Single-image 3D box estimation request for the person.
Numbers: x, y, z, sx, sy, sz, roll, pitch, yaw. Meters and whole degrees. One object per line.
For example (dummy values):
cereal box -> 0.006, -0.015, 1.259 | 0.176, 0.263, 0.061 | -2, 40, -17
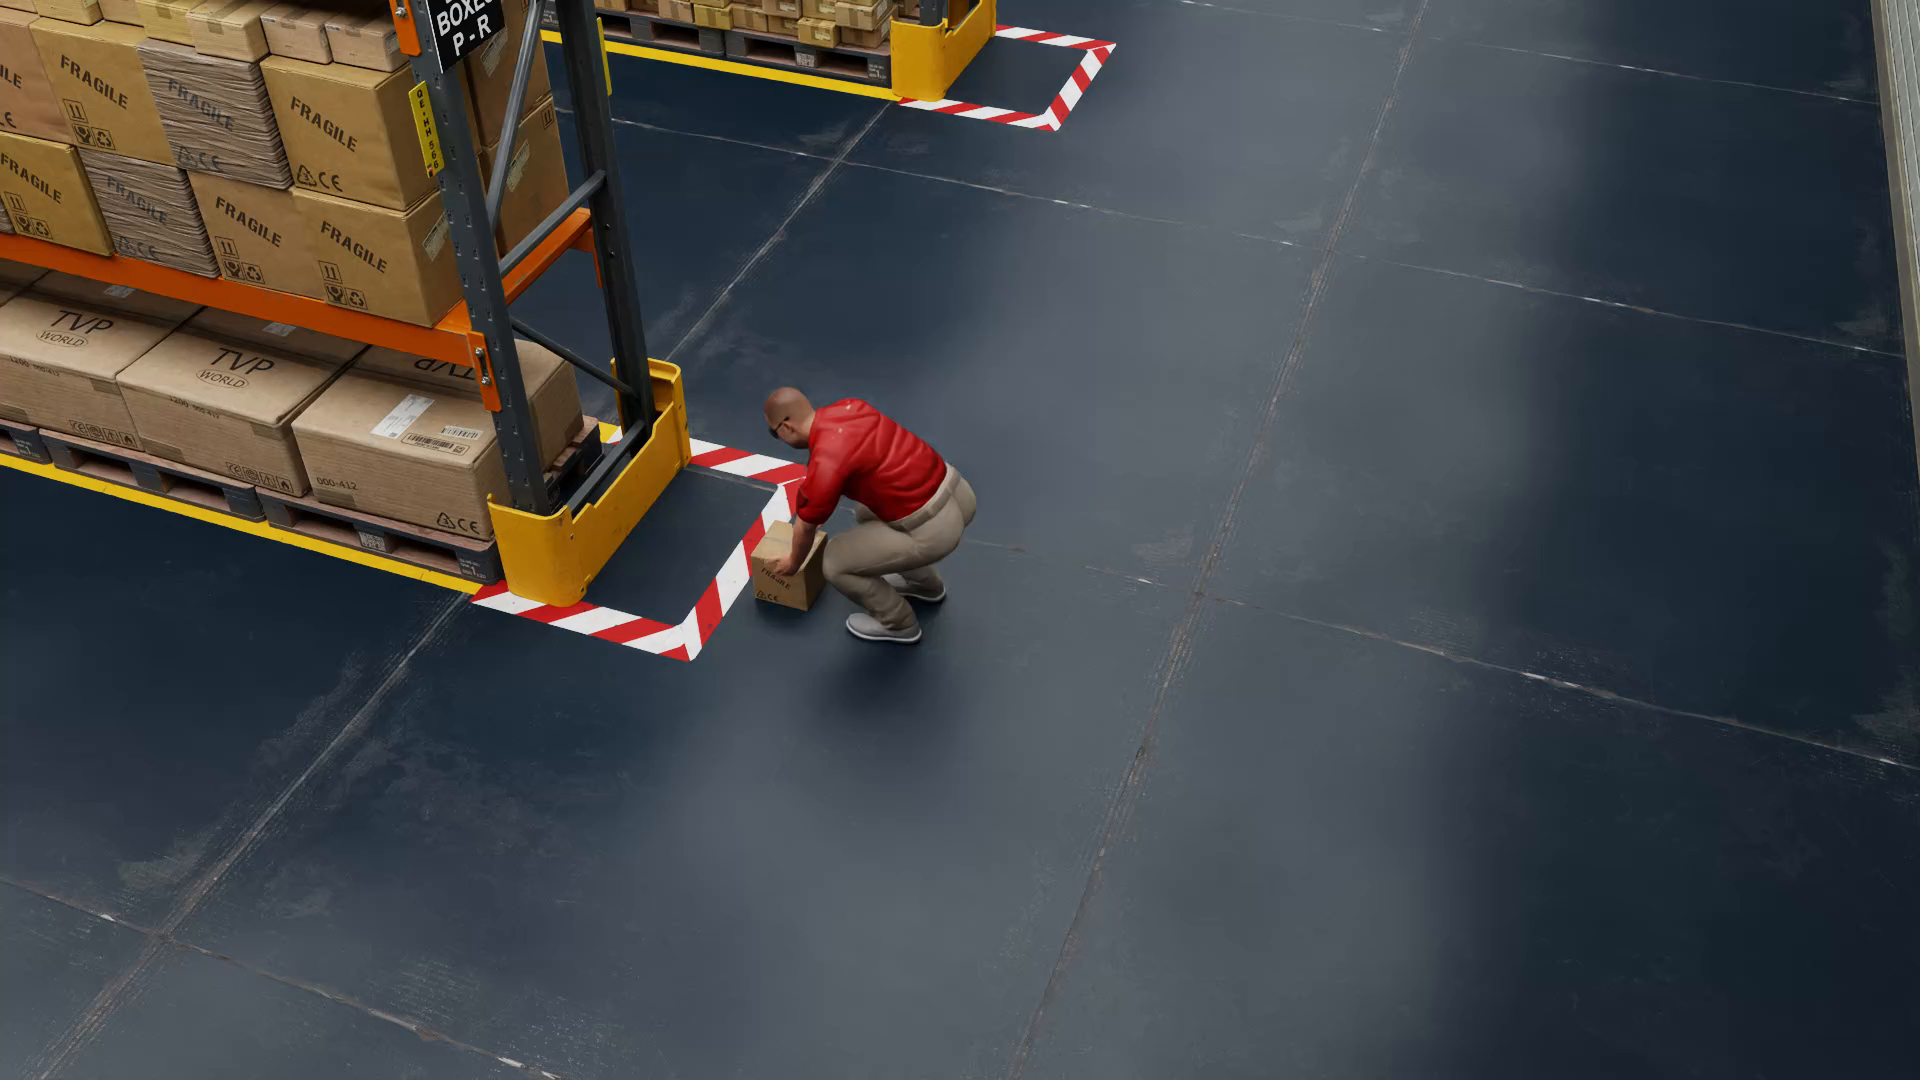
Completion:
person -> -0.390, -0.090, 6.789 | 0.824, 1.055, 0.575 | 13, 43, 15
